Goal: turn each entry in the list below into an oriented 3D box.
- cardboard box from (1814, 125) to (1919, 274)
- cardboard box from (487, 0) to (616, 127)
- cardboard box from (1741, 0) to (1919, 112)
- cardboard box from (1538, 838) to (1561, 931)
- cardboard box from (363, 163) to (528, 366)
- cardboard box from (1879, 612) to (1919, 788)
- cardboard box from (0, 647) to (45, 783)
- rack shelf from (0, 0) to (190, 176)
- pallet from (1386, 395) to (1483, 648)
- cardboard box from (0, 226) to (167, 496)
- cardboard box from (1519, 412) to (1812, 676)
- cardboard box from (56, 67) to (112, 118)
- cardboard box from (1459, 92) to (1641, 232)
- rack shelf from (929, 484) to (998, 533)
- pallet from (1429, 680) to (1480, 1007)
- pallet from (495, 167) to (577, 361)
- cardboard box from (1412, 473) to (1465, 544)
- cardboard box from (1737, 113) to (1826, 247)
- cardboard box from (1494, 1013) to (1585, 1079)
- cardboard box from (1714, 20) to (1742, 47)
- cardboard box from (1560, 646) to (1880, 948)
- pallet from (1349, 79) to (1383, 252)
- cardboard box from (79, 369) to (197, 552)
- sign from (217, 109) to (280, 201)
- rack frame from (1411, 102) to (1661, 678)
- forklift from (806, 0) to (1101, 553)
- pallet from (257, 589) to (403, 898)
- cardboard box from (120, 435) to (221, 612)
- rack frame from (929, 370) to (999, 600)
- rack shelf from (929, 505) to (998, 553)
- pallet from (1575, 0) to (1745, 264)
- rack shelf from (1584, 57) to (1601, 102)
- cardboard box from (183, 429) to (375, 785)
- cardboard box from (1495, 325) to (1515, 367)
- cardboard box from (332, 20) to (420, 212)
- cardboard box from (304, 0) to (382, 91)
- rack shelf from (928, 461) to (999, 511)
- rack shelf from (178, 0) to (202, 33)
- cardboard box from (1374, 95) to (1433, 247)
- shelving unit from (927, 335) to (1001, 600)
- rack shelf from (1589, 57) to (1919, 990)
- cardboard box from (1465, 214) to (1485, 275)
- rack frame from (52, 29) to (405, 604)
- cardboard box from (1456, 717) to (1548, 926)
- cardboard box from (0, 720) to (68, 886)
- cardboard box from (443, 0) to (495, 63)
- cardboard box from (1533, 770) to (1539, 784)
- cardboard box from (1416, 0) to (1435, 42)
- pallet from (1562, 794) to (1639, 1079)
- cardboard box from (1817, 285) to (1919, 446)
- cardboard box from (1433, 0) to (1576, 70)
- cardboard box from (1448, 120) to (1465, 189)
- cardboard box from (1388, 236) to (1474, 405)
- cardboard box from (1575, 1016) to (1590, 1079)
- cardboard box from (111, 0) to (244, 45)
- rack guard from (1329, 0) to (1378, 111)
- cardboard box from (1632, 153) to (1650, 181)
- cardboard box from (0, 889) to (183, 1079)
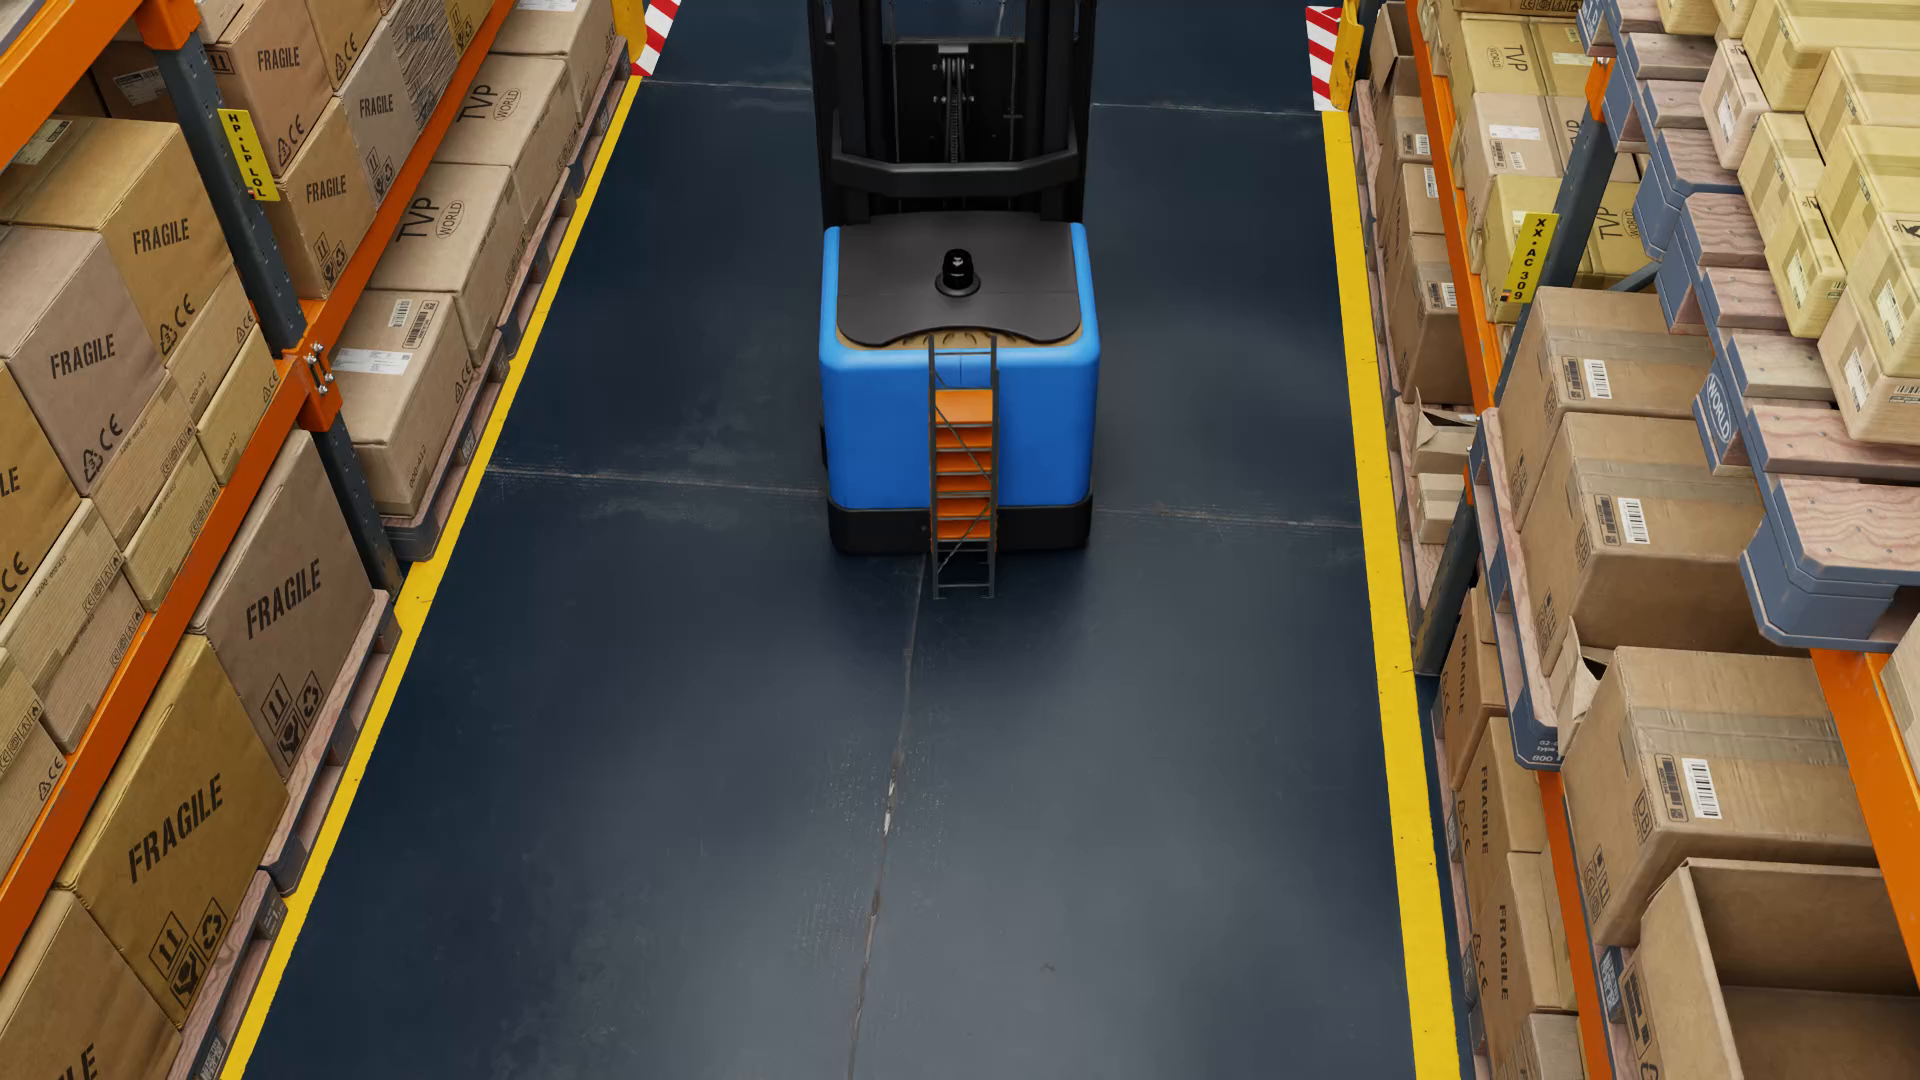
[{"bbox_3d":[1.713,-0.571,2.849,0.380,0.149,0.250,4,48,4],"label":"cardboard box"},{"bbox_3d":[-2.314,-2.564,8.540,0.875,0.438,0.875,2,48,2],"label":"cardboard box"},{"bbox_3d":[1.746,-0.947,3.193,0.380,0.149,0.250,3,48,3],"label":"cardboard box"},{"bbox_3d":[1.896,1.002,4.797,0.380,0.149,0.250,4,48,3],"label":"cardboard box"},{"bbox_3d":[-2.473,-1.229,7.319,0.875,0.438,0.875,3,48,2],"label":"cardboard box"},{"bbox_3d":[1.757,0.338,2.503,0.500,0.250,0.500,4,48,4],"label":"cardboard box"},{"bbox_3d":[-2.625,0.509,4.041,0.500,0.250,0.500,5,48,4],"label":"cardboard box"},{"bbox_3d":[-2.900,-0.140,3.326,1.077,0.370,4.000,4,48,4],"label":"rack shelf"},{"bbox_3d":[2.289,-0.072,6.699,1.003,0.211,1.213,4,48,4],"label":"pallet"},{"bbox_3d":[-2.548,-0.485,4.441,0.500,0.500,0.500,5,48,4],"label":"cardboard box"},{"bbox_3d":[1.912,0.037,4.357,0.700,0.500,0.500,4,48,4],"label":"cardboard box"},{"bbox_3d":[-2.950,-1.576,5.439,0.500,0.500,0.500,4,48,3],"label":"cardboard box"},{"bbox_3d":[2.060,-1.318,5.849,0.500,0.250,0.500,4,48,4],"label":"cardboard box"},{"bbox_3d":[0.012,-0.129,6.304,0.258,0.103,0.180,-1,48,-1],"label":"rack shelf"},{"bbox_3d":[2.189,1.033,5.688,1.003,0.211,1.213,4,48,4],"label":"pallet"},{"bbox_3d":[-2.462,-1.351,7.869,1.003,0.211,1.213,4,48,4],"label":"pallet"},{"bbox_3d":[1.984,-0.117,6.498,0.380,0.149,0.250,3,48,2],"label":"cardboard box"},{"bbox_3d":[1.712,-0.668,3.139,0.380,0.149,0.250,3,48,3],"label":"cardboard box"},{"bbox_3d":[1.815,1.673,4.623,0.500,0.500,0.500,2,48,2],"label":"cardboard box"},{"bbox_3d":[1.819,-1.038,3.478,0.380,0.149,0.250,4,48,4],"label":"cardboard box"},{"bbox_3d":[1.840,0.614,3.830,0.700,0.500,0.500,4,48,3],"label":"cardboard box"},{"bbox_3d":[2.512,-1.865,8.339,1.003,0.211,1.213,4,48,4],"label":"pallet"},{"bbox_3d":[-2.554,-0.250,4.734,0.500,0.250,0.500,5,48,4],"label":"cardboard box"},{"bbox_3d":[-2.176,-1.174,5.086,0.100,0.325,0.005,4,48,4],"label":"sign"},{"bbox_3d":[2.226,-0.509,5.208,1.000,3.000,0.127,4,48,4],"label":"rack frame"},{"bbox_3d":[-0.038,-2.016,6.633,1.130,2.935,3.031,-1,48,-1],"label":"forklift"},{"bbox_3d":[-2.713,0.673,6.017,1.003,0.211,1.213,4,48,4],"label":"pallet"},{"bbox_3d":[-2.555,-0.068,4.907,0.500,0.250,0.500,3,48,3],"label":"cardboard box"},{"bbox_3d":[0.014,-0.173,6.121,0.240,1.200,0.006,-1,48,-1],"label":"rack frame"},{"bbox_3d":[0.012,-0.048,6.393,0.258,0.103,0.180,-1,48,-1],"label":"rack shelf"},{"bbox_3d":[2.096,-0.983,3.737,1.213,0.211,1.003,4,48,4],"label":"pallet"},{"bbox_3d":[2.408,-2.748,5.711,1.077,0.370,4.000,4,48,4],"label":"rack shelf"},{"bbox_3d":[-2.695,0.197,5.719,0.875,0.875,0.875,5,48,5],"label":"cardboard box"},{"bbox_3d":[2.003,-0.675,5.531,0.380,0.149,0.250,4,48,4],"label":"cardboard box"},{"bbox_3d":[-2.364,-1.570,6.112,0.500,0.500,0.500,4,48,4],"label":"cardboard box"},{"bbox_3d":[-2.381,-1.915,5.750,0.500,0.500,0.500,3,48,3],"label":"cardboard box"},{"bbox_3d":[0.012,-0.210,6.216,0.258,0.103,0.180,-1,48,-1],"label":"rack shelf"},{"bbox_3d":[-2.535,-3.079,6.014,1.077,0.370,4.000,4,48,4],"label":"rack shelf"},{"bbox_3d":[2.323,-1.678,7.687,0.700,0.500,0.500,6,48,5],"label":"cardboard box"},{"bbox_3d":[0.012,-0.240,6.183,0.258,1.200,0.189,-1,48,-1],"label":"shelving unit"},{"bbox_3d":[2.043,0.191,3.023,1.077,0.370,4.000,4,48,4],"label":"rack shelf"},{"bbox_3d":[2.005,-1.061,5.883,0.380,0.149,0.250,5,48,5],"label":"cardboard box"},{"bbox_3d":[-2.718,-0.840,5.511,1.000,3.000,0.127,4,48,4],"label":"rack frame"},{"bbox_3d":[1.919,0.925,5.306,0.500,0.500,0.500,3,48,3],"label":"cardboard box"},{"bbox_3d":[-2.663,0.681,4.222,0.500,0.250,0.500,4,48,4],"label":"cardboard box"},{"bbox_3d":[-2.265,-2.314,6.792,0.500,0.500,0.500,5,48,5],"label":"cardboard box"},{"bbox_3d":[1.968,0.618,5.148,0.380,0.149,0.250,2,48,2],"label":"cardboard box"},{"bbox_3d":[2.120,-2.197,6.923,0.380,0.149,0.250,3,48,2],"label":"cardboard box"},{"bbox_3d":[2.034,1.066,3.898,1.003,0.211,1.213,4,48,4],"label":"pallet"},{"bbox_3d":[1.688,-0.288,2.791,0.380,0.149,0.250,5,48,4],"label":"cardboard box"},{"bbox_3d":[2.167,-2.062,6.529,0.500,0.250,0.500,3,48,3],"label":"cardboard box"},{"bbox_3d":[2.051,-1.441,6.231,0.380,0.149,0.250,3,48,3],"label":"cardboard box"},{"bbox_3d":[2.229,-0.915,6.989,0.700,0.500,0.500,2,48,2],"label":"cardboard box"},{"bbox_3d":[1.876,1.384,4.447,0.380,0.149,0.250,4,48,4],"label":"cardboard box"},{"bbox_3d":[-2.430,-1.644,5.062,0.380,0.149,0.250,3,48,3],"label":"cardboard box"},{"bbox_3d":[2.583,-2.549,8.768,1.175,0.500,0.348,4,48,4],"label":"rack guard"},{"bbox_3d":[2.578,-1.273,5.808,0.500,0.250,0.500,3,48,3],"label":"cardboard box"},{"bbox_3d":[-2.851,1.518,4.510,0.875,0.875,0.875,4,48,4],"label":"cardboard box"}]
